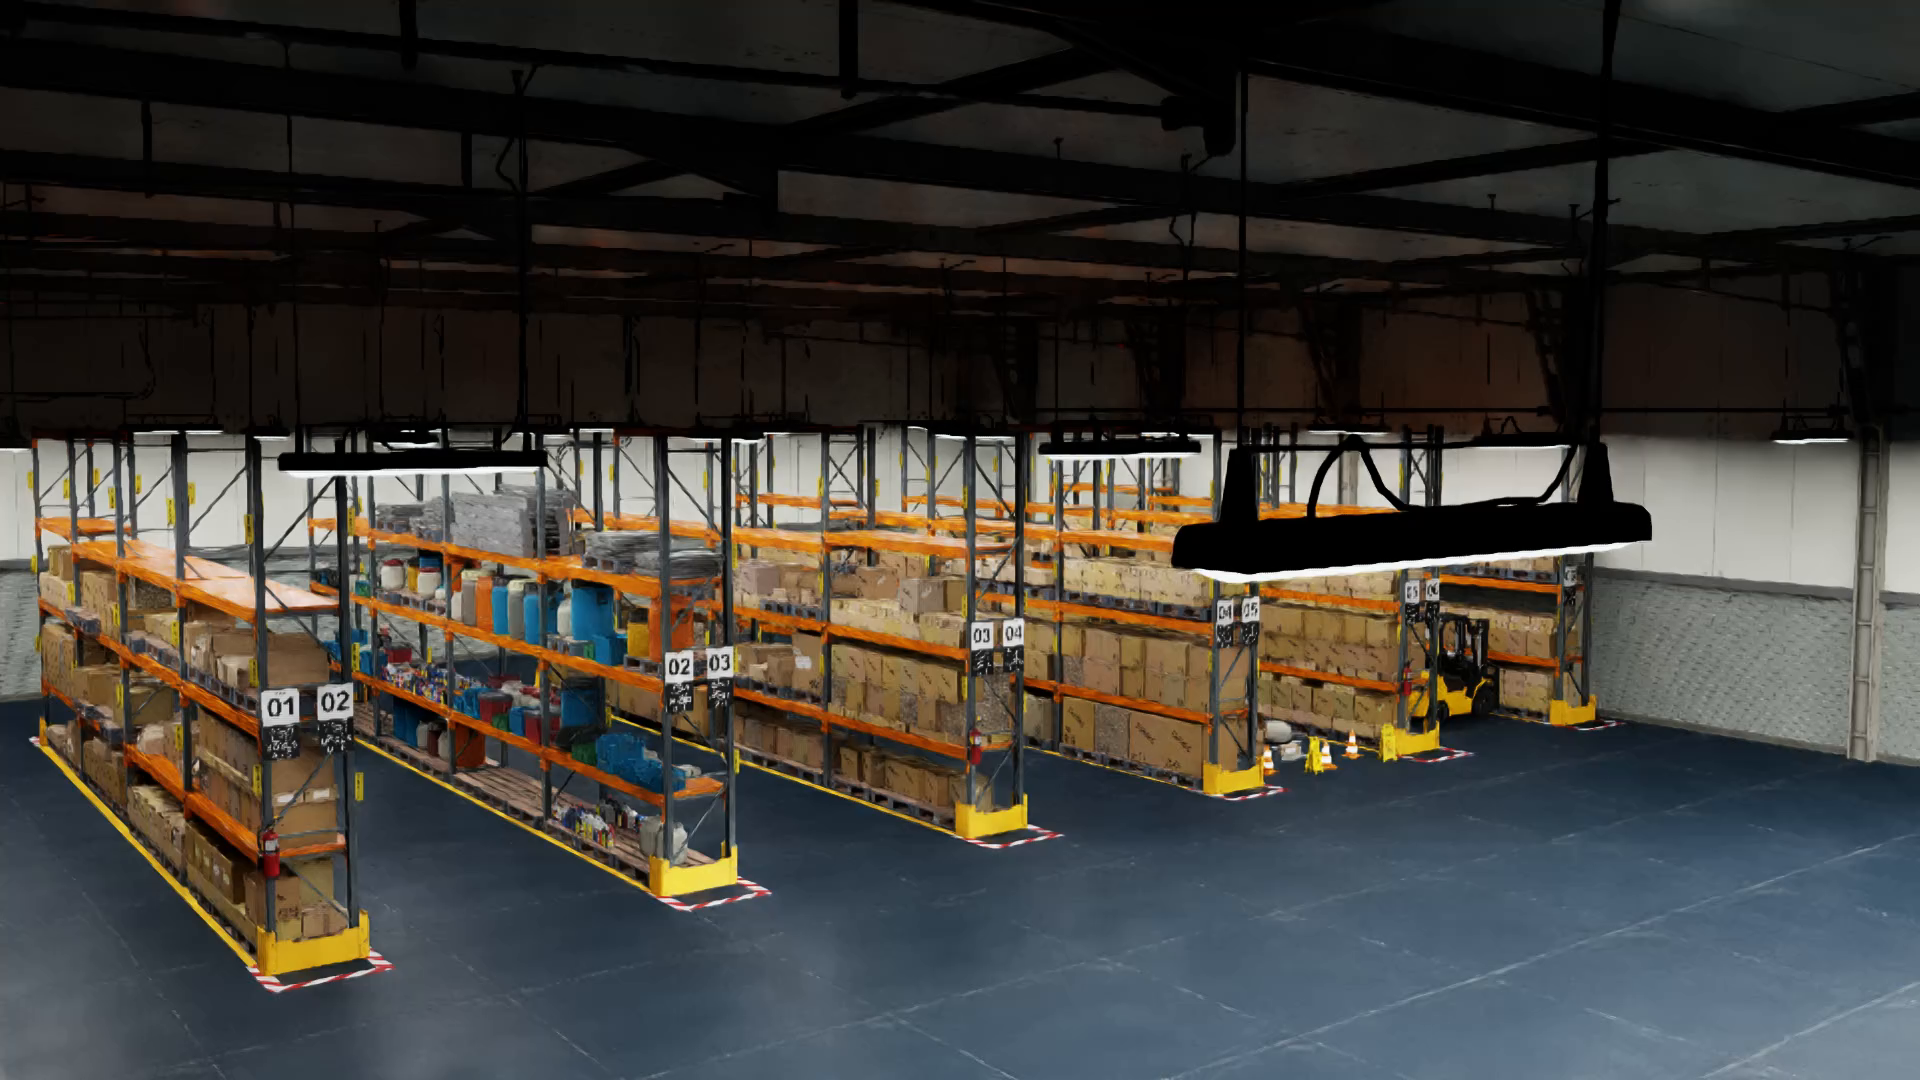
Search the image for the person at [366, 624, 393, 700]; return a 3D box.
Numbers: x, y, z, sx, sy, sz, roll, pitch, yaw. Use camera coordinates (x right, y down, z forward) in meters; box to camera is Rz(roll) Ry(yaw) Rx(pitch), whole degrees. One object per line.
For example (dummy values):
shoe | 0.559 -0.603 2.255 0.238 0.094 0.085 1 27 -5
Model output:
person | -12.594 2.625 36.251 0.825 1.608 0.688 3 5 35
